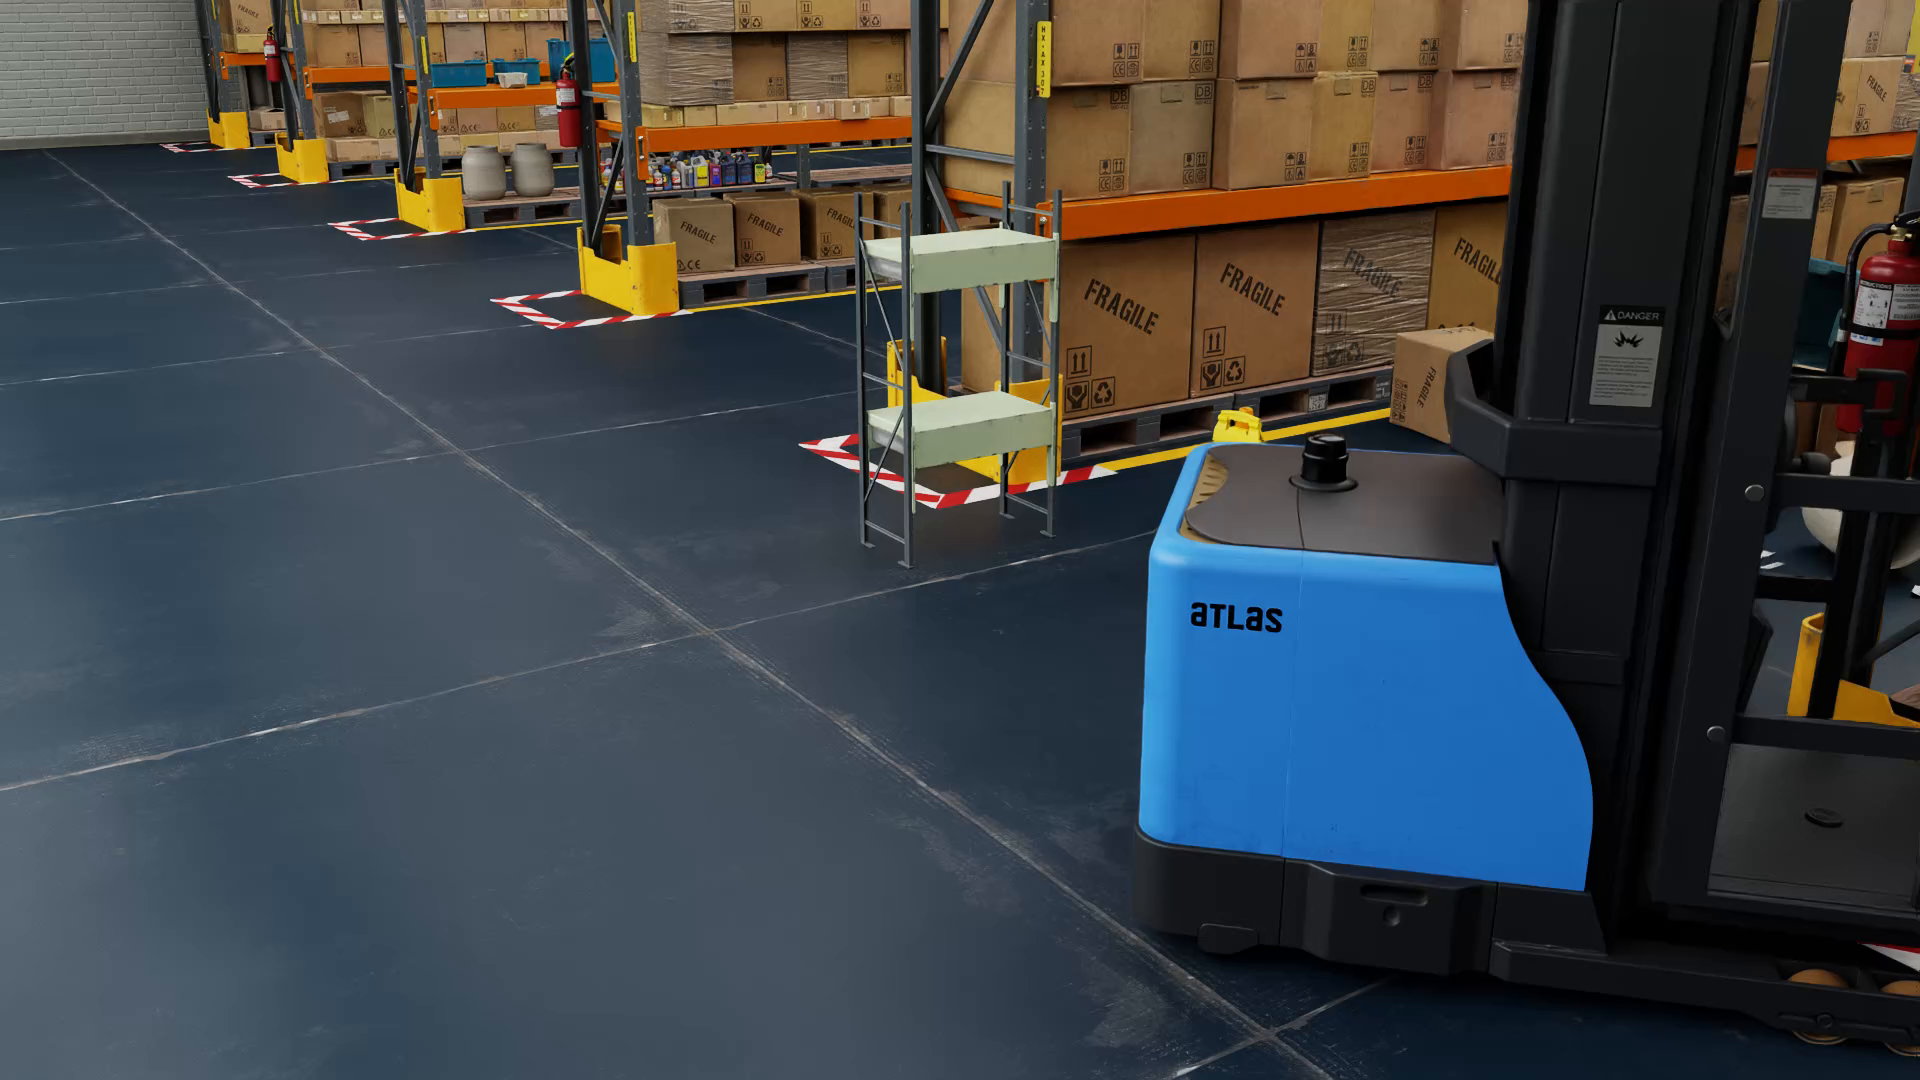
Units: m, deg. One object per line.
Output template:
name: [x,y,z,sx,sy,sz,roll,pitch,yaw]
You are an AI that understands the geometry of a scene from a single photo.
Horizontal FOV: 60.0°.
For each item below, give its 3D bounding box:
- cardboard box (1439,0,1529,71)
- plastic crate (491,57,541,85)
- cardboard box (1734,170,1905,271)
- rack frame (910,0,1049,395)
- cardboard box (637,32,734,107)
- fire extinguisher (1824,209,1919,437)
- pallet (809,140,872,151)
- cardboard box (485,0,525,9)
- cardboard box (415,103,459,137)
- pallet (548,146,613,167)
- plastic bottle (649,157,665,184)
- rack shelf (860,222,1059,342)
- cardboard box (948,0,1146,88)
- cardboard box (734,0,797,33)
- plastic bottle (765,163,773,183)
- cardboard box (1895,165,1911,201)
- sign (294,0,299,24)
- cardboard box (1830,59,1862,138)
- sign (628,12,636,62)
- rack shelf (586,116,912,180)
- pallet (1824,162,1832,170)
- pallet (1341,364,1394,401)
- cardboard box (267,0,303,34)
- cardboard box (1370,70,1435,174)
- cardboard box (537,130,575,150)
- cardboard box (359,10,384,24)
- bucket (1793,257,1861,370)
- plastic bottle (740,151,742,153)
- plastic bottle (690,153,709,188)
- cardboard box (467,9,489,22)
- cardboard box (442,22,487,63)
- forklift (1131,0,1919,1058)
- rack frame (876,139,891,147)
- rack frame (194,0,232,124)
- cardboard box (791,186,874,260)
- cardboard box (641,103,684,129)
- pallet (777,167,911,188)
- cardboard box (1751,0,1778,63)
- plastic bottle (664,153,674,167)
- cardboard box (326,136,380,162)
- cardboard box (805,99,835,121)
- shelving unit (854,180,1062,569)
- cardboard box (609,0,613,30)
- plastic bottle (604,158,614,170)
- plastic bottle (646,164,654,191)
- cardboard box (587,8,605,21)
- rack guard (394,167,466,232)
cardboard box: [2.695,-2.970,9.427,0.550,0.550,0.875,-12,22,-31]
plastic crate: [-4.492,-4.747,16.834,0.408,0.251,0.499,-12,22,-31]
cardboard box: [6.200,-2.326,12.299,0.750,0.750,1.050,-12,22,-32]
rack frame: [0.077,-1.867,8.084,0.127,3.000,1.000,-12,22,-31]
cardboard box: [-2.092,-3.489,12.262,0.500,0.500,0.875,-12,22,-31]
fire extinguisher: [2.535,-0.627,4.537,0.183,0.674,0.296,-12,22,-31]
pallet: [-2.039,-5.815,24.117,1.213,0.211,1.003,-12,22,-31]
cardboard box: [-5.878,-6.971,21.000,0.500,0.500,0.700,-12,22,-31]
cardboard box: [-6.614,-5.329,20.789,0.500,0.500,0.500,-12,22,-31]
pallet: [-5.358,-5.117,22.050,1.213,0.211,1.003,-12,22,-31]
plastic bottle: [-3.262,-3.984,17.913,0.135,0.276,0.152,-12,22,-31]
rack shelf: [-0.006,-1.079,6.876,0.720,0.370,0.431,-12,22,-31]
cardboard box: [0.408,-2.505,8.049,0.550,0.550,0.875,-12,22,-31]
cardboard box: [-1.536,-3.984,12.163,0.500,0.500,0.500,-12,22,-31]
plastic bottle: [-2.081,-3.976,18.005,0.097,0.201,0.097,0,19,0]
cardboard box: [7.467,-2.703,12.632,0.500,0.250,0.500,-13,23,-34]
sign: [-7.711,-6.160,19.307,0.005,0.325,0.100,-12,22,-31]
cardboard box: [5.695,-2.997,11.269,0.500,0.500,0.500,-12,22,-32]
sign: [-2.268,-3.476,11.493,0.005,0.325,0.100,-12,22,-31]
rack shelf: [-0.896,-3.223,13.218,4.000,0.370,1.077,-12,22,-31]
pallet: [10.172,-4.547,20.365,1.213,0.211,1.003,-12,22,-31]
pallet: [2.740,-1.138,10.280,1.213,0.211,1.003,-12,22,-31]
cardboard box: [-9.757,-7.568,23.979,0.500,0.500,0.500,-12,22,-31]
cardboard box: [2.154,-2.408,9.449,0.550,0.550,0.875,-12,22,-31]
cardboard box: [-5.361,-5.237,21.690,0.500,0.250,0.500,-12,22,-31]
cardboard box: [-7.137,-6.319,20.083,0.250,0.149,0.380,-12,22,-31]
bucket: [4.572,-1.100,8.554,0.620,0.611,0.726,5,17,-16]
plastic bottle: [-2.457,-4.218,18.611,0.097,0.271,0.097,0,19,0]
plastic bottle: [-2.759,-3.913,17.585,0.185,0.351,0.144,-12,22,-32]
cardboard box: [-6.062,-6.545,20.752,0.250,0.149,0.380,-11,22,-30]
cardboard box: [-6.323,-6.261,20.926,0.500,0.500,0.700,-11,22,-30]
forklift: [2.008,-0.403,3.859,3.031,2.935,1.130,4,19,13]
rack frame: [-1.330,-7.271,24.068,0.127,3.000,1.000,-12,22,-31]
rack frame: [-10.739,-7.186,23.818,0.127,3.000,1.000,-12,22,-31]
cardboard box: [-1.022,-2.551,13.355,0.500,0.500,0.500,-10,21,-26]
cardboard box: [-2.197,-3.079,12.061,0.250,0.149,0.380,-12,22,-31]
pallet: [-1.315,-4.069,18.950,1.213,0.211,1.003,-12,22,-31]
cardboard box: [5.102,-3.450,11.049,0.500,0.500,0.700,-12,22,-32]
plastic bottle: [-3.171,-4.080,18.184,0.133,0.283,0.061,-11,21,-29]
cardboard box: [-7.441,-4.793,20.377,0.500,0.250,0.500,-12,22,-31]
cardboard box: [-1.157,-3.301,12.717,0.250,0.149,0.380,-12,22,-31]
shelving unit: [-0.006,-0.709,7.001,0.755,1.500,0.431,-12,22,-31]
cardboard box: [-5.473,-8.540,26.980,0.500,0.500,0.700,-12,22,-31]
plastic bottle: [-3.713,-3.907,17.673,0.133,0.283,0.061,-12,22,-31]
plastic bottle: [-3.235,-3.766,17.275,0.097,0.271,0.097,0,19,0]
cardboard box: [-4.780,-6.816,21.553,0.250,0.149,0.380,-12,22,-31]
rack guard: [-5.253,-3.378,16.456,0.348,0.500,1.175,-12,22,-31]
